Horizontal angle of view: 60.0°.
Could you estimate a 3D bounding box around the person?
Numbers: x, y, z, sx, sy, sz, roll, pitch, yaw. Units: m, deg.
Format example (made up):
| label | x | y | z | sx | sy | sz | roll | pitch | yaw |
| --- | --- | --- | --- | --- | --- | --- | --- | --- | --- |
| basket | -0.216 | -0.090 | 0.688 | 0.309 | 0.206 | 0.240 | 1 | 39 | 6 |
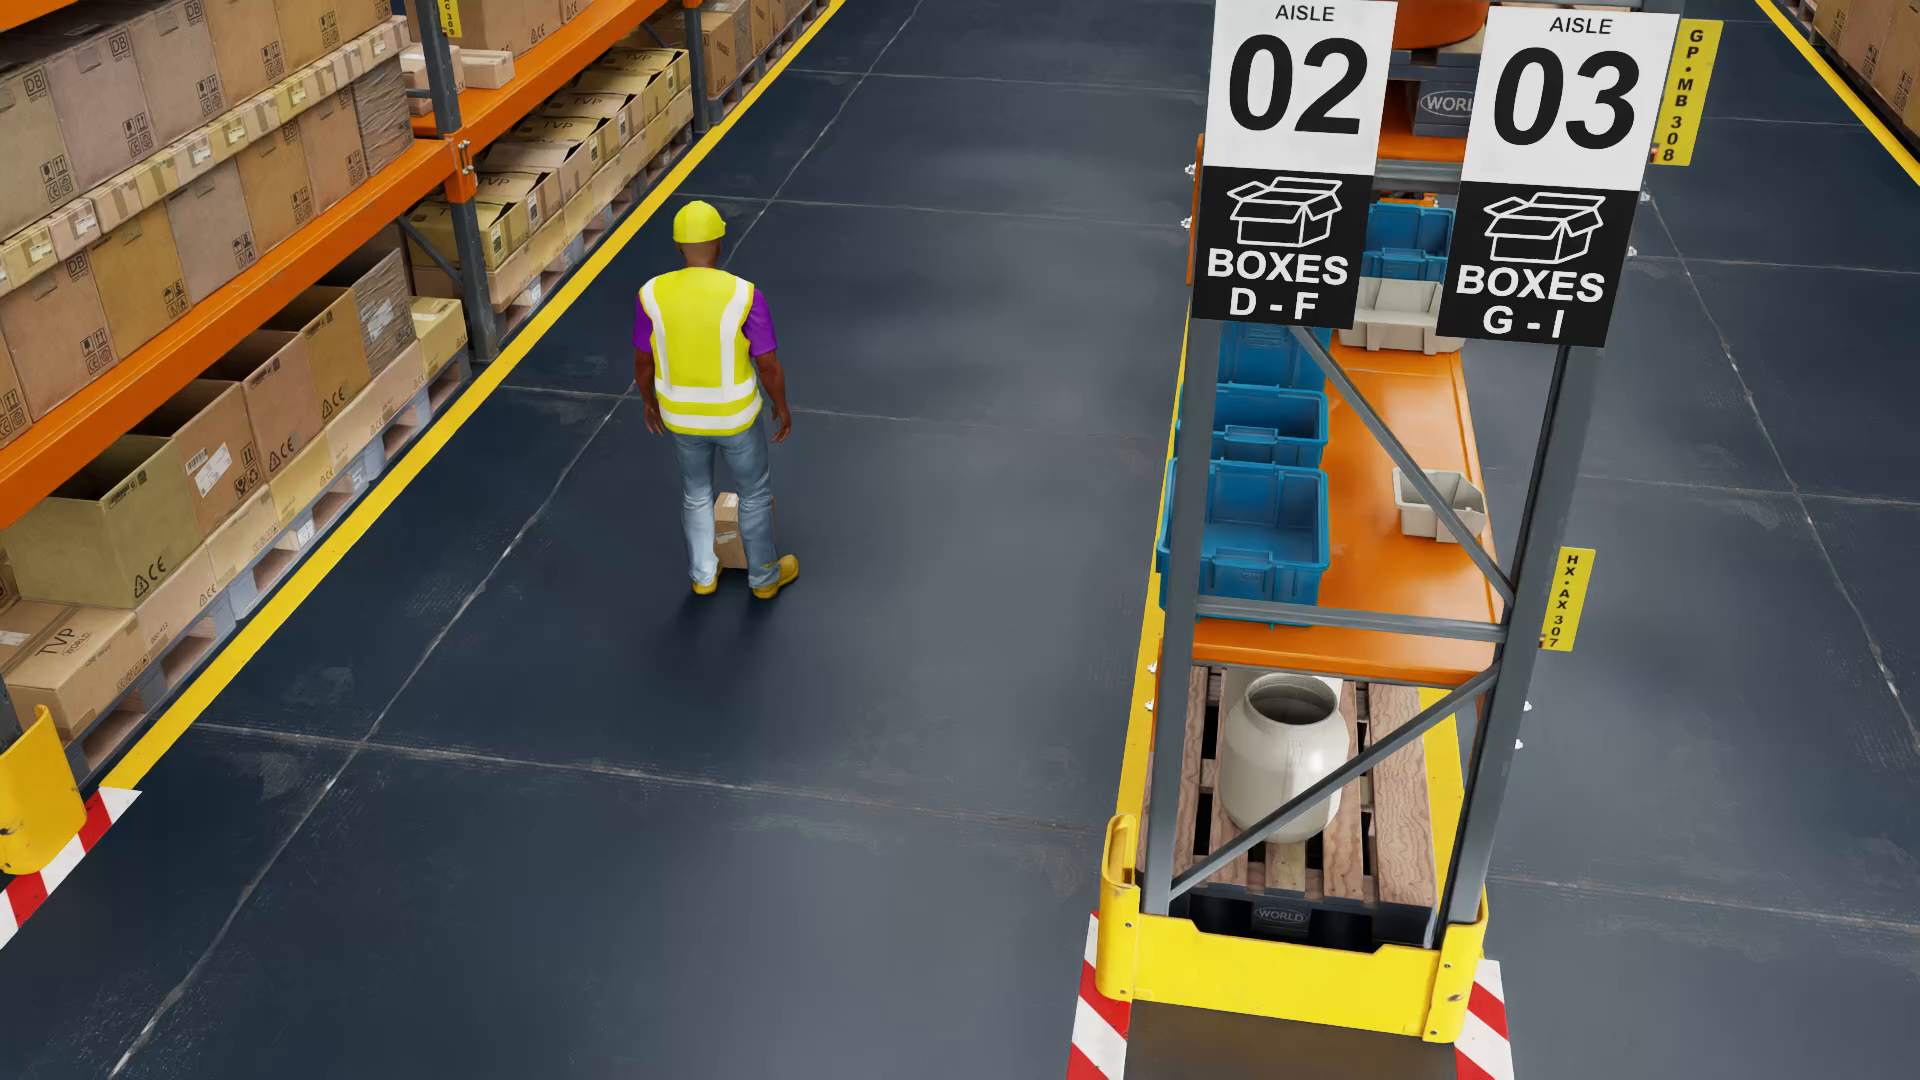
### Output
| label | x | y | z | sx | sy | sz | roll | pitch | yaw |
| --- | --- | --- | --- | --- | --- | --- | --- | --- | --- |
| person | -1.033 | -0.561 | 7.010 | 0.637 | 1.761 | 0.455 | 4 | 32 | 7 |
